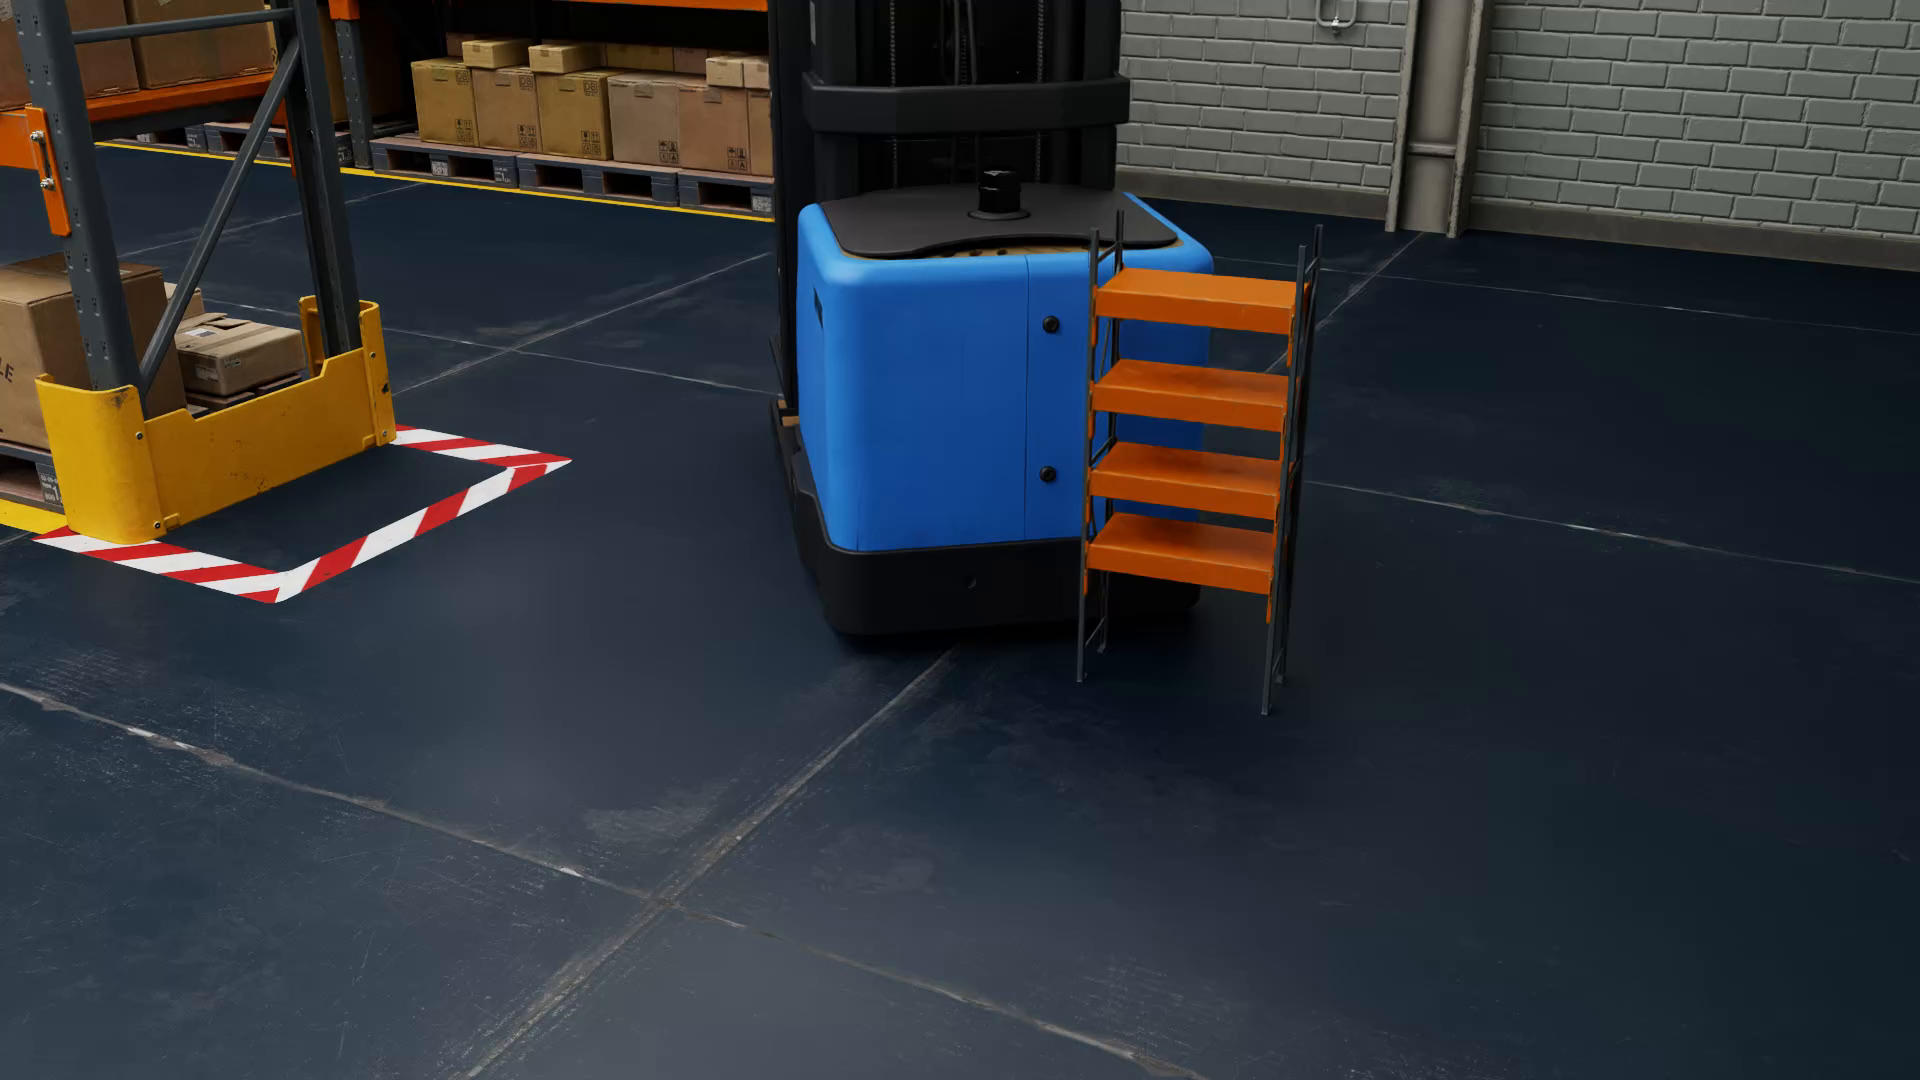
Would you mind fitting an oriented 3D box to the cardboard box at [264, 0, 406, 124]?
[{"bbox_3d":[-4.380,-3.287,11.356,0.750,0.750,0.750,12,26,25],"label":"cardboard box"}]

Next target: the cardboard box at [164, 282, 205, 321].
[{"bbox_3d":[-3.207,-0.797,6.243,0.500,0.250,0.500,11,25,25],"label":"cardboard box"}]

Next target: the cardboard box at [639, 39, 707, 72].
[{"bbox_3d":[-1.772,-3.008,10.320,0.250,0.149,0.380,11,26,25],"label":"cardboard box"}]

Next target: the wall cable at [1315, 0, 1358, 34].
[{"bbox_3d":[1.398,-3.879,9.240,1.851,1.984,0.084,11,25,25],"label":"wall cable"}]

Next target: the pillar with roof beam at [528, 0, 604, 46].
[{"bbox_3d":[-4.669,-5.449,6.565,0.400,9.000,9.100,11,25,25],"label":"pillar with roof beam"}]

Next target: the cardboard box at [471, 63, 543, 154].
[{"bbox_3d":[-2.674,-2.799,10.656,0.500,0.500,0.700,11,25,24],"label":"cardboard box"}]

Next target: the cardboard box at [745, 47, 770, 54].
[{"bbox_3d":[-1.092,-2.874,10.004,0.250,0.149,0.380,11,26,25],"label":"cardboard box"}]

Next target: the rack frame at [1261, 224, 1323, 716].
[{"bbox_3d":[0.812,-0.151,4.073,0.015,1.200,0.240,8,24,19],"label":"rack frame"}]

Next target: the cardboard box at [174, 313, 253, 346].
[{"bbox_3d":[-2.845,-0.713,6.152,0.250,0.166,0.380,11,25,25],"label":"cardboard box"}]

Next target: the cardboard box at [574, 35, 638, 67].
[{"bbox_3d":[-2.229,-3.099,10.532,0.250,0.149,0.380,11,26,25],"label":"cardboard box"}]

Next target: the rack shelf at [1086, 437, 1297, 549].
[{"bbox_3d":[0.584,-0.123,4.179,0.480,0.148,0.258,8,24,19],"label":"rack shelf"}]

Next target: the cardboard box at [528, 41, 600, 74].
[{"bbox_3d":[-2.431,-2.971,10.232,0.250,0.149,0.380,10,25,23],"label":"cardboard box"}]

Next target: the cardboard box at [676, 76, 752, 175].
[{"bbox_3d":[-1.288,-2.527,10.017,0.500,0.500,0.700,11,25,24],"label":"cardboard box"}]

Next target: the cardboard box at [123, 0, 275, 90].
[{"bbox_3d":[-2.681,-1.793,5.505,0.500,0.500,0.500,12,26,26],"label":"cardboard box"}]

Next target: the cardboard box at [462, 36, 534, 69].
[{"bbox_3d":[-2.897,-3.063,10.448,0.250,0.149,0.380,12,26,26],"label":"cardboard box"}]

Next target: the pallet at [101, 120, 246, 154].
[{"bbox_3d":[-5.557,-3.055,12.164,1.213,0.211,1.003,11,25,25],"label":"pallet"}]

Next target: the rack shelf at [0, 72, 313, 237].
[{"bbox_3d":[-4.189,-1.599,6.095,4.000,0.370,1.077,11,25,25],"label":"rack shelf"}]

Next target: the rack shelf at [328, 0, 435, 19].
[{"bbox_3d":[-5.527,-4.036,11.826,4.000,0.370,1.077,11,25,25],"label":"rack shelf"}]

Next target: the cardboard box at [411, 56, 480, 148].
[{"bbox_3d":[-3.121,-2.889,10.867,0.500,0.500,0.700,12,26,25],"label":"cardboard box"}]

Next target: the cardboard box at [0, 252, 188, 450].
[{"bbox_3d":[-3.000,-0.639,5.551,0.500,0.500,0.500,11,25,25],"label":"cardboard box"}]

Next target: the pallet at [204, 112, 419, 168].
[{"bbox_3d":[-4.464,-2.840,11.659,1.213,0.211,1.003,11,25,25],"label":"pallet"}]

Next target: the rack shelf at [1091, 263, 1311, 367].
[{"bbox_3d":[0.584,-0.547,3.999,0.480,0.148,0.258,8,24,19],"label":"rack shelf"}]

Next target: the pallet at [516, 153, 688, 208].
[{"bbox_3d":[-2.006,-2.354,10.515,1.213,0.211,1.003,11,25,25],"label":"pallet"}]

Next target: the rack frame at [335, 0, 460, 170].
[{"bbox_3d":[-3.742,-4.014,10.855,0.127,3.000,1.000,11,25,25],"label":"rack frame"}]

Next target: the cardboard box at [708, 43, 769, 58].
[{"bbox_3d":[-1.316,-2.919,10.109,0.250,0.149,0.380,11,26,25],"label":"cardboard box"}]

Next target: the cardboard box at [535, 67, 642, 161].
[{"bbox_3d":[-2.217,-2.707,10.441,0.500,0.500,0.700,12,26,26],"label":"cardboard box"}]

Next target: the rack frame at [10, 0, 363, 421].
[{"bbox_3d":[-2.404,-1.577,5.124,0.127,3.000,1.000,11,25,25],"label":"rack frame"}]

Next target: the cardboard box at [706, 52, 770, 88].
[{"bbox_3d":[-1.267,-2.741,9.692,0.250,0.149,0.380,12,26,26],"label":"cardboard box"}]

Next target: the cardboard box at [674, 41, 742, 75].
[{"bbox_3d":[-1.543,-2.963,10.214,0.250,0.149,0.380,12,26,25],"label":"cardboard box"}]

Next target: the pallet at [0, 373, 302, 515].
[{"bbox_3d":[-3.183,-0.447,6.032,1.213,0.211,1.003,11,25,25],"label":"pallet"}]

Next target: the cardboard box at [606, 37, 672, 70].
[{"bbox_3d":[-1.998,-3.053,10.425,0.250,0.149,0.380,11,25,24],"label":"cardboard box"}]

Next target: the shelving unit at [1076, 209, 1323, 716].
[{"bbox_3d":[0.584,-0.185,4.152,0.503,1.200,0.258,8,24,19],"label":"shelving unit"}]

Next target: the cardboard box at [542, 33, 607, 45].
[{"bbox_3d":[-2.454,-3.143,10.637,0.250,0.149,0.380,10,25,23],"label":"cardboard box"}]

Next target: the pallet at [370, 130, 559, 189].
[{"bbox_3d":[-3.098,-2.569,11.021,1.213,0.211,1.003,11,25,25],"label":"pallet"}]

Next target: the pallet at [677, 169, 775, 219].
[{"bbox_3d":[-0.921,-2.138,10.007,1.213,0.211,1.003,11,25,25],"label":"pallet"}]

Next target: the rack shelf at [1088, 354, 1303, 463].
[{"bbox_3d":[0.584,-0.329,4.091,0.480,0.148,0.258,8,24,19],"label":"rack shelf"}]

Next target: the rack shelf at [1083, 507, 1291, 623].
[{"bbox_3d":[0.584,0.059,4.256,0.480,0.148,0.258,8,24,19],"label":"rack shelf"}]

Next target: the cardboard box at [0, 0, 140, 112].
[{"bbox_3d":[-2.926,-1.607,5.067,0.500,0.500,0.500,12,26,26],"label":"cardboard box"}]

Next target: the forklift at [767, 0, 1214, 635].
[{"bbox_3d":[-0.087,-1.639,5.358,1.130,2.935,3.031,-4,23,-9],"label":"forklift"}]

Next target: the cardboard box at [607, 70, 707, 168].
[{"bbox_3d":[-1.738,-2.616,10.225,0.500,0.500,0.700,10,25,23],"label":"cardboard box"}]

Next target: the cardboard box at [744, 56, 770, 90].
[{"bbox_3d":[-1.039,-2.696,9.586,0.250,0.149,0.380,11,25,24],"label":"cardboard box"}]

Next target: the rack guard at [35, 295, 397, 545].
[{"bbox_3d":[-2.472,-0.440,5.645,0.348,0.500,1.175,11,25,25],"label":"rack guard"}]

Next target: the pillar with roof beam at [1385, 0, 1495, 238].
[{"bbox_3d":[0.685,-4.390,4.074,0.400,9.000,9.100,11,25,25],"label":"pillar with roof beam"}]

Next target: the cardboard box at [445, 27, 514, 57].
[{"bbox_3d":[-3.160,-3.282,10.963,0.250,0.149,0.380,11,25,24],"label":"cardboard box"}]

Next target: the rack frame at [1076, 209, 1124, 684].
[{"bbox_3d":[0.355,-0.219,4.232,0.015,1.200,0.240,8,24,19],"label":"rack frame"}]

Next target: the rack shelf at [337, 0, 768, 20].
[{"bbox_3d":[-1.957,-3.329,10.165,4.000,0.370,1.077,11,25,25],"label":"rack shelf"}]

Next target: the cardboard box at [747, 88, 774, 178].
[{"bbox_3d":[-0.842,-2.439,9.809,0.500,0.500,0.700,11,25,25],"label":"cardboard box"}]

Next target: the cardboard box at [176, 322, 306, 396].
[{"bbox_3d":[-2.622,-0.661,6.052,0.250,0.149,0.380,11,25,25],"label":"cardboard box"}]
